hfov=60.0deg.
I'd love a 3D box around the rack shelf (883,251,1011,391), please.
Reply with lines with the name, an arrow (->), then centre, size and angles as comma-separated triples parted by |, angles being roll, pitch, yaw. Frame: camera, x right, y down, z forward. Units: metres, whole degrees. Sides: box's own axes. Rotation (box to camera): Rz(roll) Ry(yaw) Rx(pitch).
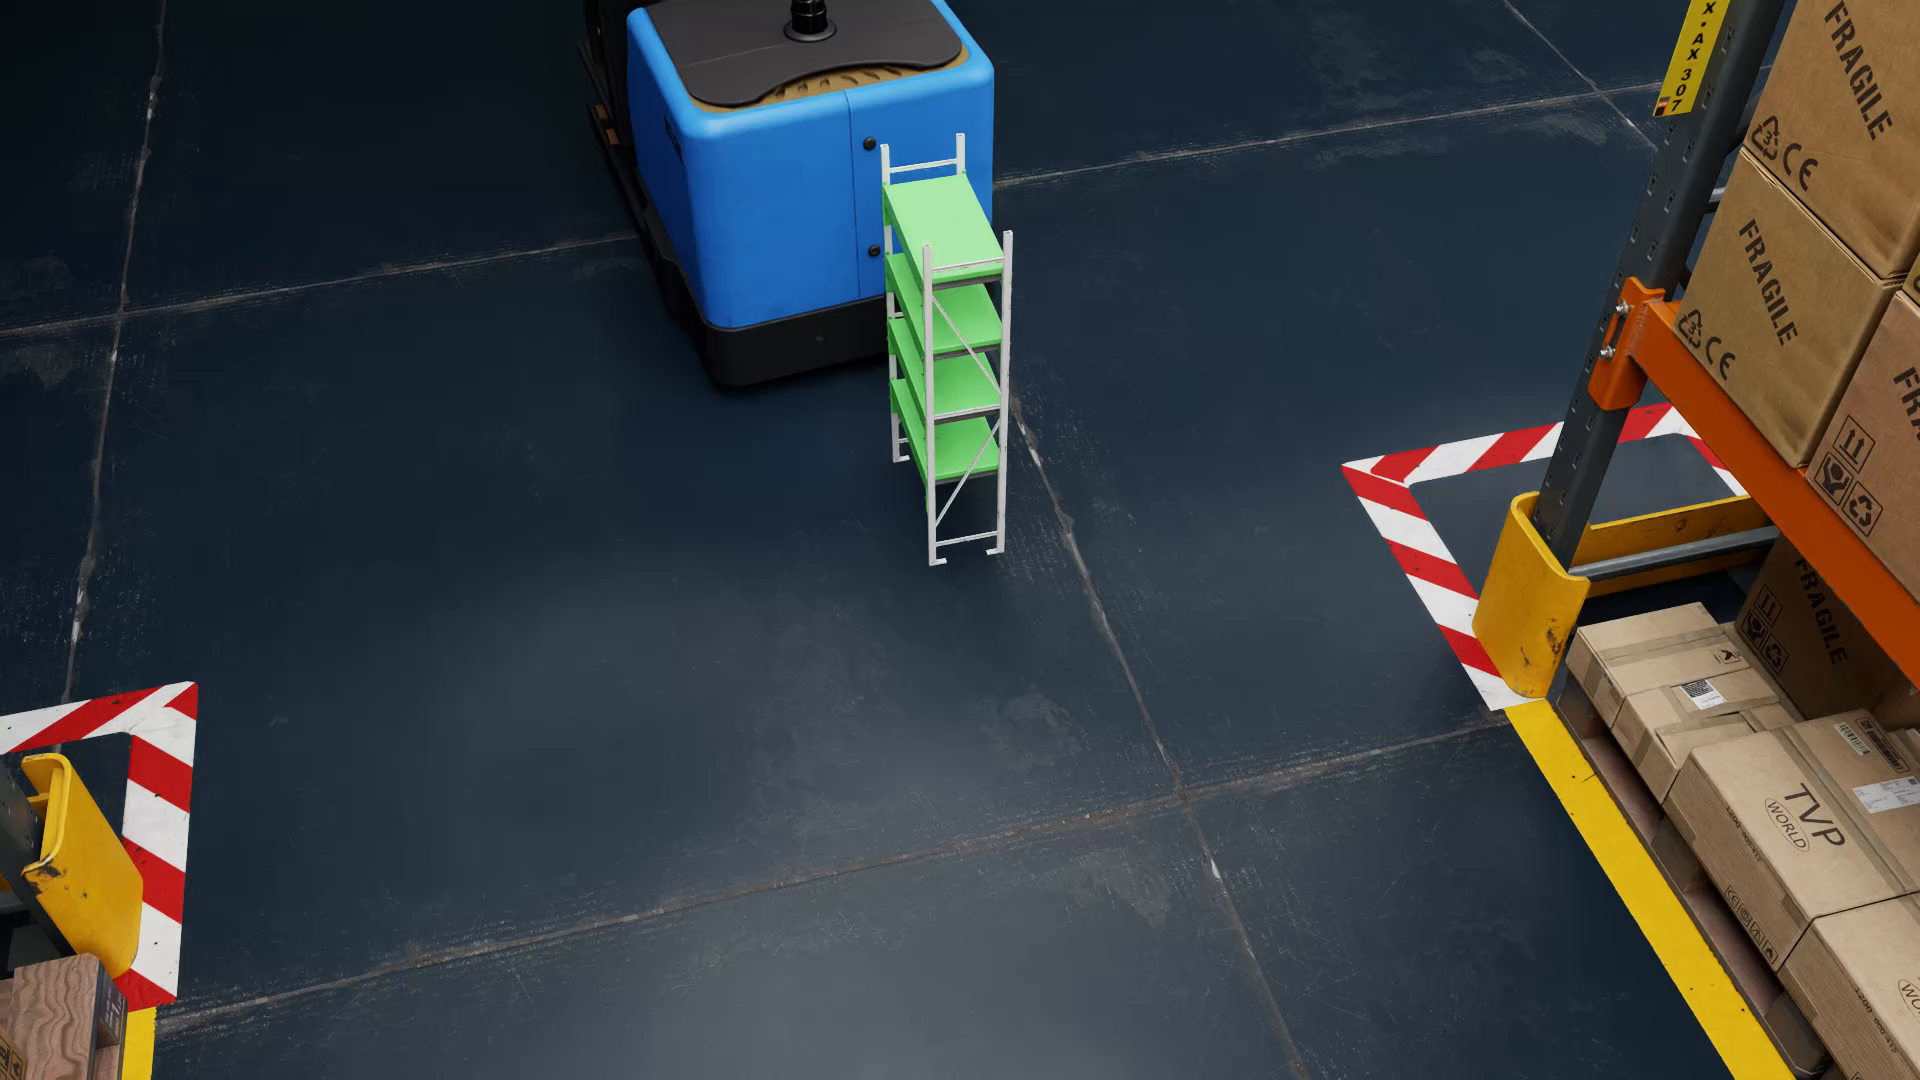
rack shelf -> -0.042, -0.658, 4.808 | 0.258, 0.148, 0.480 | -11, 47, -10

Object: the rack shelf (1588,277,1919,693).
rack shelf -> 2.623, 0.774, 2.895 | 1.077, 0.370, 4.000 | -11, 47, -10

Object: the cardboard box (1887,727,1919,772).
cardboard box -> 2.505, 0.605, 4.232 | 0.380, 0.166, 0.250 | -11, 47, -10

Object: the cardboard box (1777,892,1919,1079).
cardboard box -> 2.232, 1.067, 3.721 | 0.500, 0.250, 0.500 | -11, 47, -10

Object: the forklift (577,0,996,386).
forklift -> -0.878, -2.619, 5.764 | 1.130, 2.935, 3.031 | -15, 48, -15

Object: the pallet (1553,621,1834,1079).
pallet -> 2.336, 0.720, 4.397 | 1.003, 0.211, 1.213 | -11, 47, -10

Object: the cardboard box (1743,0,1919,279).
cardboard box -> 1.970, -0.889, 3.251 | 0.500, 0.500, 0.500 | -9, 46, -9

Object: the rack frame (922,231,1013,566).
rack frame -> 0.020, -0.366, 4.768 | 0.240, 1.200, 0.015 | -11, 47, -10

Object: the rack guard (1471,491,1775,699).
rack guard -> 2.131, 0.069, 4.833 | 1.175, 0.500, 0.348 | -11, 47, -10

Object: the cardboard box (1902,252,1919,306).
cardboard box -> 2.111, -0.530, 2.899 | 0.500, 0.500, 0.500 | -10, 46, -10

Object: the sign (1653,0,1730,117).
sign -> 1.587, -1.062, 3.585 | 0.100, 0.325, 0.005 | -11, 47, -10

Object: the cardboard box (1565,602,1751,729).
cardboard box -> 1.886, 0.337, 4.507 | 0.380, 0.149, 0.250 | -11, 47, -10

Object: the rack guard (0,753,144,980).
rack guard -> -2.682, 0.908, 4.010 | 1.175, 0.500, 0.348 | -11, 47, -10

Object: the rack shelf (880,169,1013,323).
rack shelf -> -0.042, -0.825, 4.636 | 0.258, 0.148, 0.480 | -11, 47, -10

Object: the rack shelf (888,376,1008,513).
rack shelf -> -0.042, -0.322, 5.151 | 0.258, 0.148, 0.480 | -11, 47, -10

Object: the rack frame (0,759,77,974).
rack frame -> -2.676, 0.050, 3.101 | 1.000, 3.000, 0.127 | -11, 47, -10

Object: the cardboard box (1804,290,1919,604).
cardboard box -> 2.107, -0.184, 3.260 | 0.500, 0.500, 0.500 | -11, 47, -11

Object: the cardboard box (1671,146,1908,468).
cardboard box -> 1.970, -0.539, 3.608 | 0.500, 0.500, 0.500 | -10, 46, -9

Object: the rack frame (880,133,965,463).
rack frame -> -0.105, -0.703, 5.099 | 0.240, 1.200, 0.015 | -11, 47, -10

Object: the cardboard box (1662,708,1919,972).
cardboard box -> 2.104, 0.722, 4.059 | 0.500, 0.250, 0.500 | -11, 47, -10

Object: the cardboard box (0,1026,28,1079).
cardboard box -> -2.400, 1.243, 3.388 | 0.700, 0.500, 0.500 | -11, 47, -10

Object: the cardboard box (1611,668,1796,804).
cardboard box -> 1.950, 0.504, 4.332 | 0.380, 0.166, 0.250 | -11, 47, -10

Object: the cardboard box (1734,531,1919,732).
cardboard box -> 2.489, 0.193, 4.403 | 0.500, 0.500, 0.500 | -11, 47, -10

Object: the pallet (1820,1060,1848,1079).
pallet -> 2.645, 1.561, 3.573 | 1.003, 0.211, 1.213 | -11, 47, -10

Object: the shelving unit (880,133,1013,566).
shelving unit -> -0.042, -0.534, 4.933 | 0.258, 1.200, 0.503 | -11, 47, -10

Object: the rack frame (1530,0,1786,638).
rack frame -> 2.111, -0.859, 3.991 | 1.000, 3.000, 0.127 | -11, 47, -10

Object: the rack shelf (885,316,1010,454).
rack shelf -> -0.042, -0.490, 4.979 | 0.258, 0.148, 0.480 | -11, 47, -10

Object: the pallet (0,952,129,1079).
pallet -> -2.396, 1.563, 3.570 | 1.003, 0.211, 1.213 | -11, 47, -10
